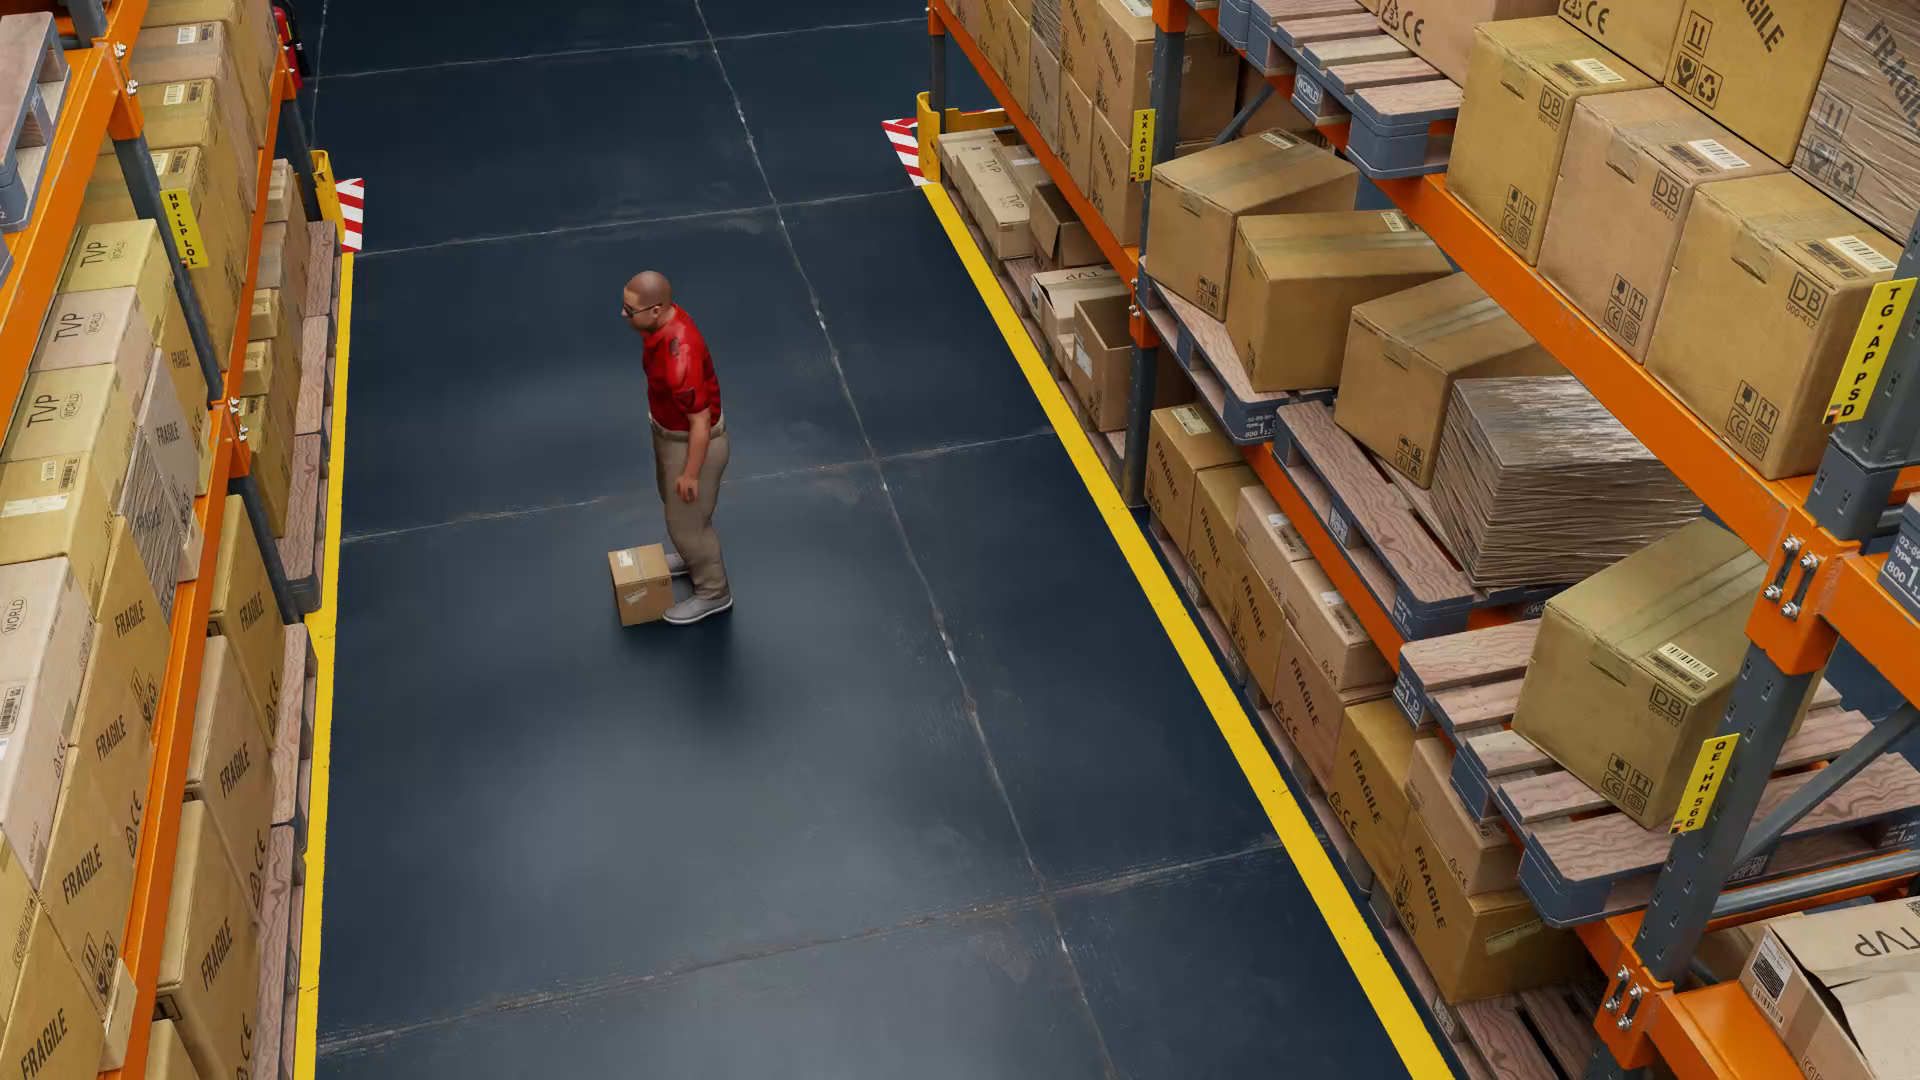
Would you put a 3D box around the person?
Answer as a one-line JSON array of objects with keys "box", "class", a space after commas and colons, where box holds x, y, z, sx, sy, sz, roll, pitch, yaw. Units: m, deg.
[{"box": [-1.220, -0.422, 7.267, 0.392, 1.726, 0.606, -12, 39, -15], "class": "person"}]
